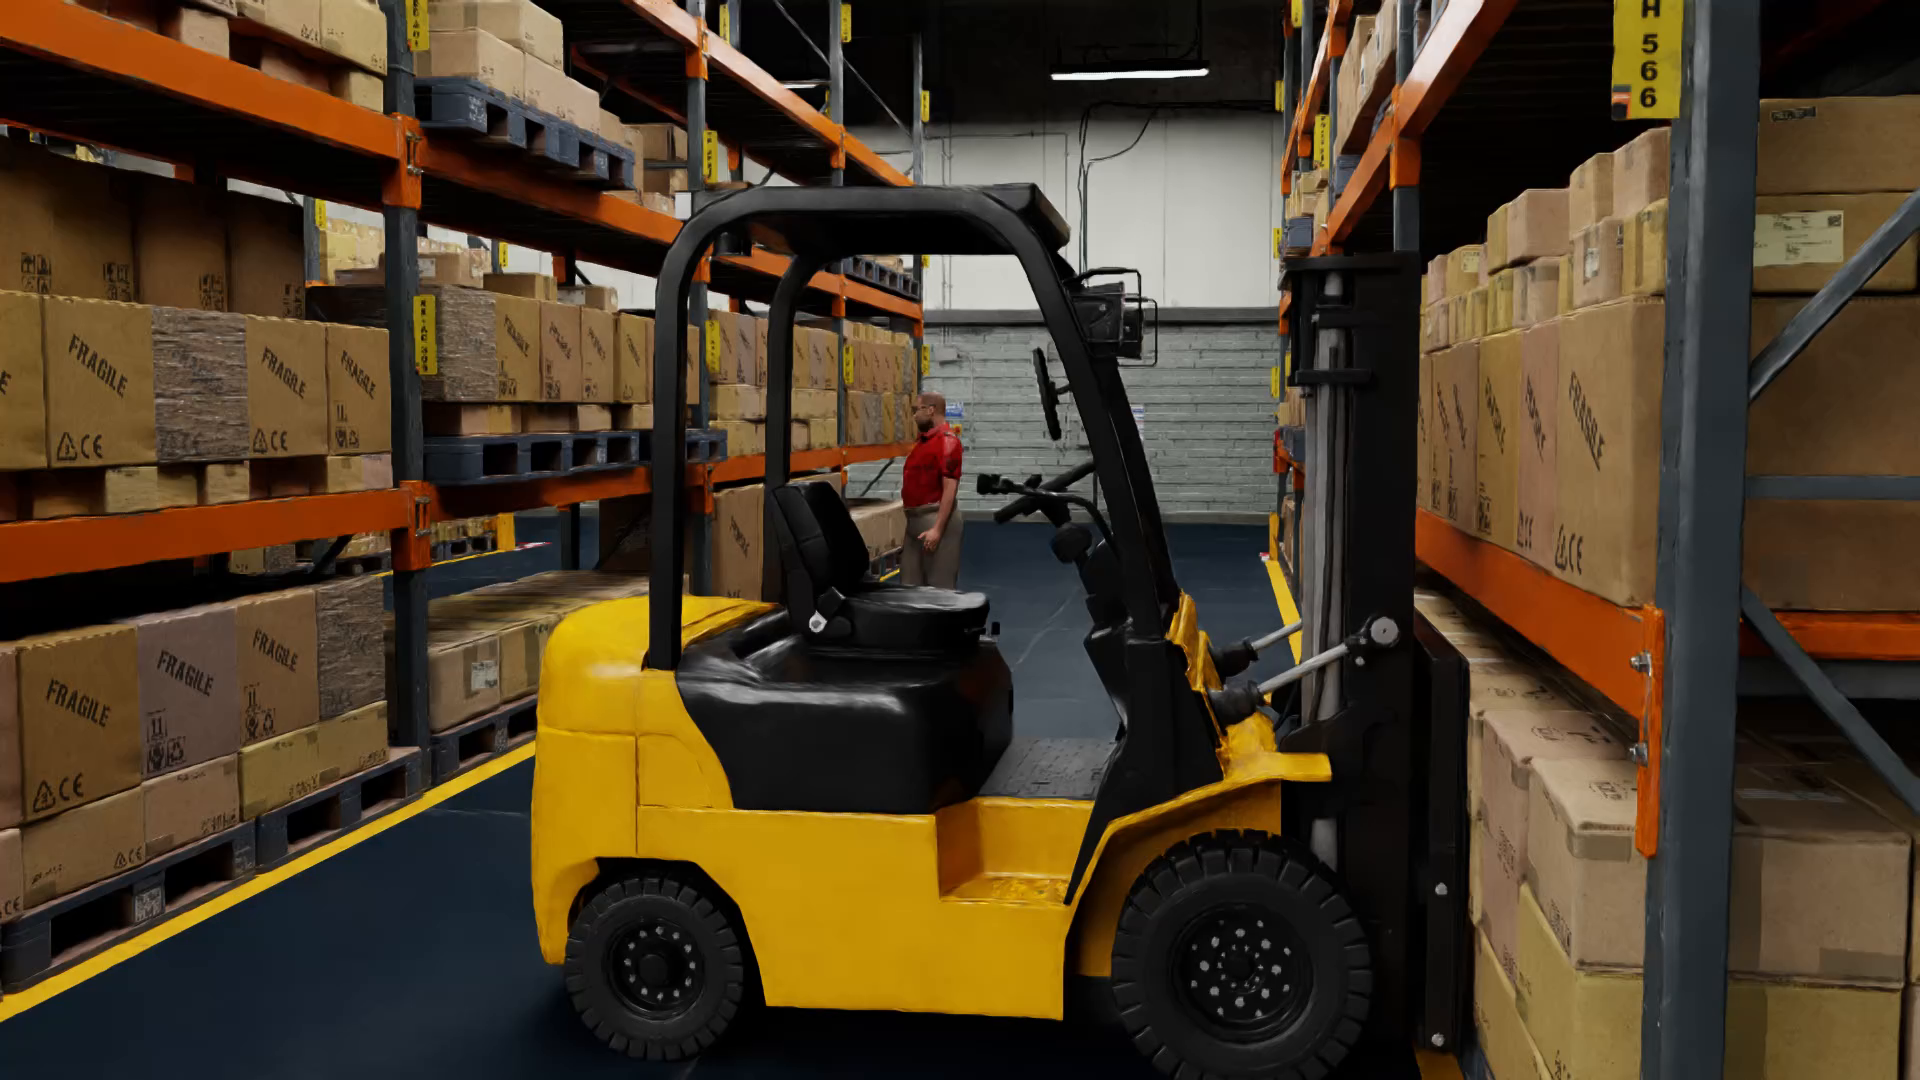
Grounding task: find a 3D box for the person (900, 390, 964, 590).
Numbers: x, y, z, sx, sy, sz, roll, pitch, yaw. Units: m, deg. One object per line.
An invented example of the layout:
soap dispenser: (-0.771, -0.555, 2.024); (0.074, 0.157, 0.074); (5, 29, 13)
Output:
person: (-0.224, -0.052, 10.314); (0.469, 1.754, 0.568); (-2, 5, -23)
